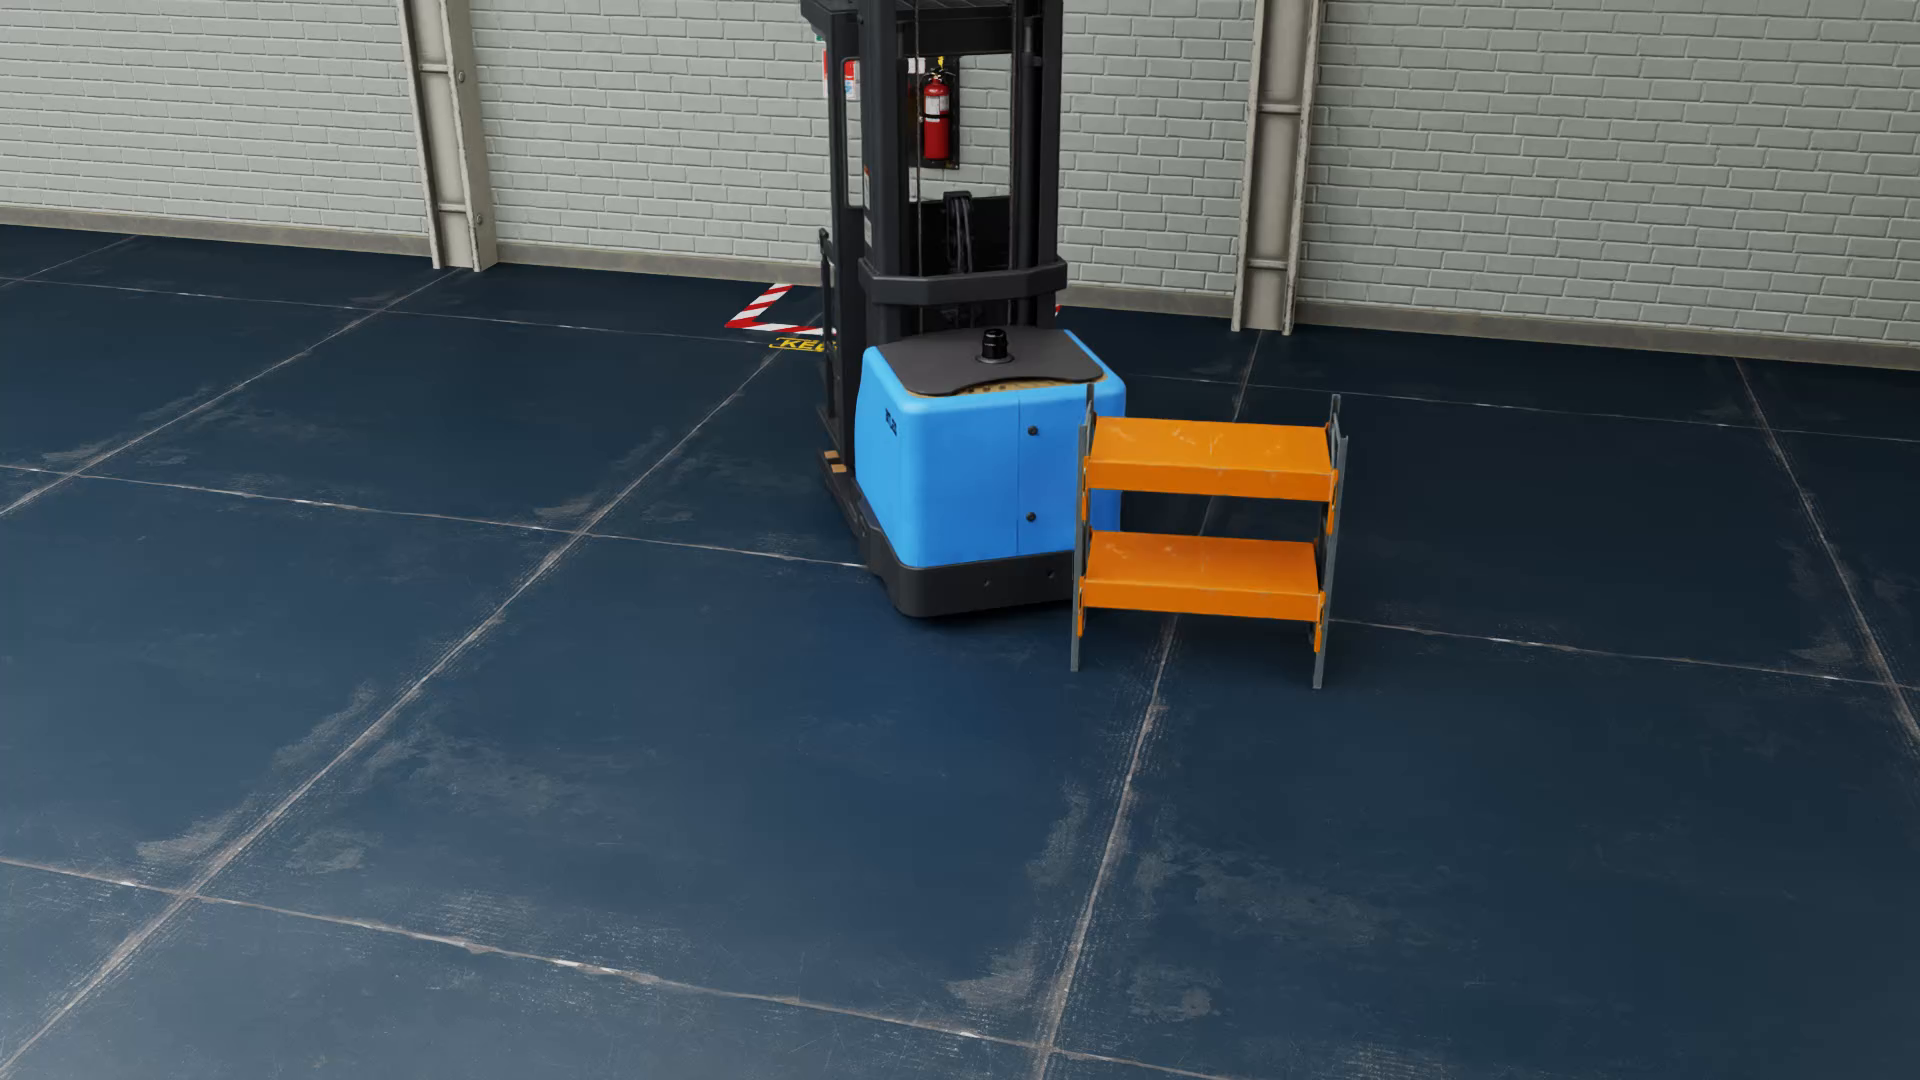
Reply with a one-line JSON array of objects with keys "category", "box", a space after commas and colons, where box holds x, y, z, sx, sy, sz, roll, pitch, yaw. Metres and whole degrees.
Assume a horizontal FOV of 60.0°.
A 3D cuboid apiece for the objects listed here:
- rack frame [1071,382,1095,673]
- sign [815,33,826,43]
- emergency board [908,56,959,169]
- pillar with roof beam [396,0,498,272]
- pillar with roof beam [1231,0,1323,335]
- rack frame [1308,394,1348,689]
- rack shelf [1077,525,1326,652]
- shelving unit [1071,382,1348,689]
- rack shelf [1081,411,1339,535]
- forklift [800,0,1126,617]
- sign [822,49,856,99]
[{"category": "rack frame", "box": [0.520, -0.051, 7.049, 0.032, 1.125, 0.500, 3, 26, 7]}, {"category": "sign", "box": [-0.833, -3.442, 11.332, 0.331, 0.109, 0.001, 6, 26, 13]}, {"category": "emergency board", "box": [-0.326, -3.089, 11.248, 0.643, 1.169, 0.194, 6, 26, 13]}, {"category": "pillar with roof beam", "box": [-4.825, -4.367, 6.954, 0.400, 9.000, 9.100, 6, 26, 13]}, {"category": "pillar with roof beam", "box": [0.986, -3.725, 5.605, 0.400, 9.000, 9.100, 6, 26, 13]}, {"category": "rack frame", "box": [1.527, 0.009, 6.923, 0.032, 1.125, 0.500, 3, 26, 7]}, {"category": "rack shelf", "box": [1.023, 0.199, 7.091, 1.000, 0.278, 0.538, 3, 26, 7]}, {"category": "shelving unit", "box": [1.023, -0.021, 6.986, 1.048, 1.125, 0.538, 3, 26, 7]}, {"category": "rack shelf", "box": [1.023, -0.286, 6.860, 1.000, 0.278, 0.538, 3, 26, 7]}, {"category": "forklift", "box": [-0.135, -1.592, 8.185, 1.130, 2.935, 3.031, -7, 26, -14]}, {"category": "sign", "box": [-0.836, -3.207, 11.455, 0.234, 0.329, 0.001, 6, 26, 13]}]
